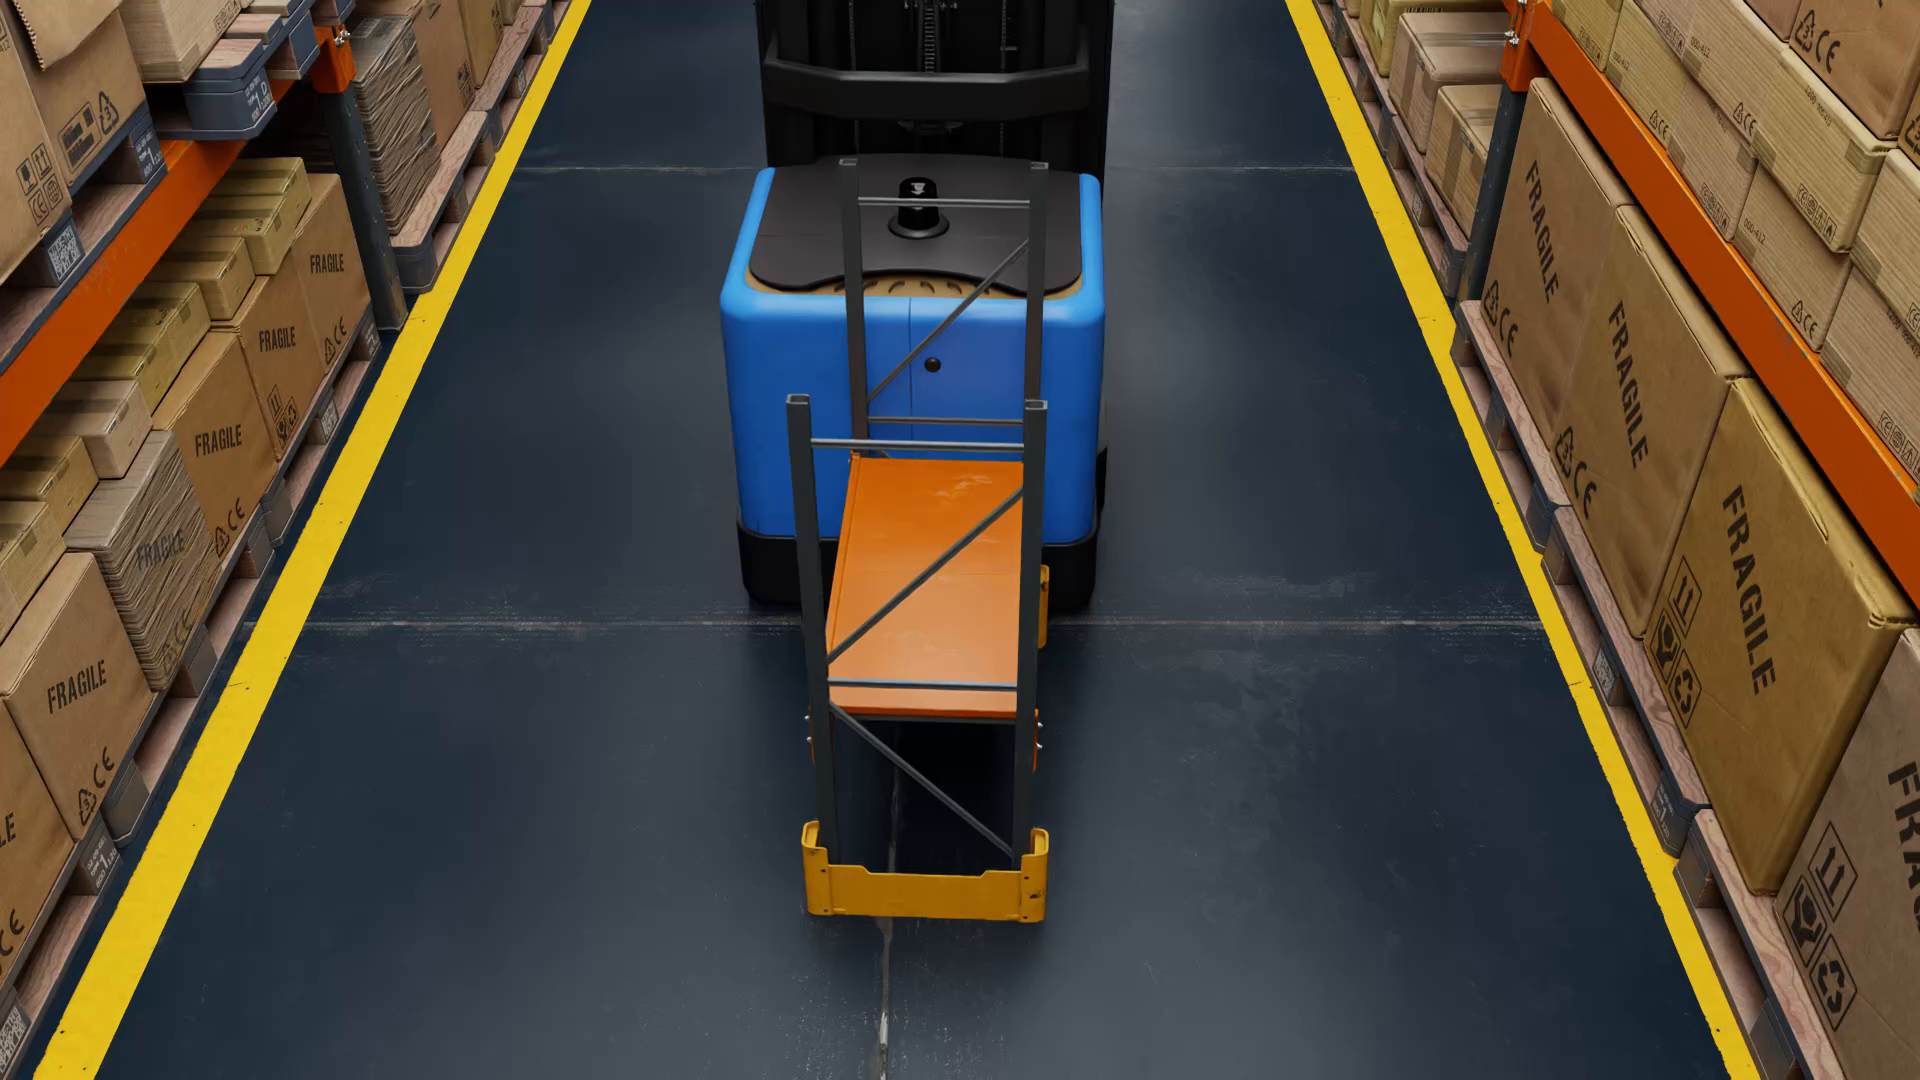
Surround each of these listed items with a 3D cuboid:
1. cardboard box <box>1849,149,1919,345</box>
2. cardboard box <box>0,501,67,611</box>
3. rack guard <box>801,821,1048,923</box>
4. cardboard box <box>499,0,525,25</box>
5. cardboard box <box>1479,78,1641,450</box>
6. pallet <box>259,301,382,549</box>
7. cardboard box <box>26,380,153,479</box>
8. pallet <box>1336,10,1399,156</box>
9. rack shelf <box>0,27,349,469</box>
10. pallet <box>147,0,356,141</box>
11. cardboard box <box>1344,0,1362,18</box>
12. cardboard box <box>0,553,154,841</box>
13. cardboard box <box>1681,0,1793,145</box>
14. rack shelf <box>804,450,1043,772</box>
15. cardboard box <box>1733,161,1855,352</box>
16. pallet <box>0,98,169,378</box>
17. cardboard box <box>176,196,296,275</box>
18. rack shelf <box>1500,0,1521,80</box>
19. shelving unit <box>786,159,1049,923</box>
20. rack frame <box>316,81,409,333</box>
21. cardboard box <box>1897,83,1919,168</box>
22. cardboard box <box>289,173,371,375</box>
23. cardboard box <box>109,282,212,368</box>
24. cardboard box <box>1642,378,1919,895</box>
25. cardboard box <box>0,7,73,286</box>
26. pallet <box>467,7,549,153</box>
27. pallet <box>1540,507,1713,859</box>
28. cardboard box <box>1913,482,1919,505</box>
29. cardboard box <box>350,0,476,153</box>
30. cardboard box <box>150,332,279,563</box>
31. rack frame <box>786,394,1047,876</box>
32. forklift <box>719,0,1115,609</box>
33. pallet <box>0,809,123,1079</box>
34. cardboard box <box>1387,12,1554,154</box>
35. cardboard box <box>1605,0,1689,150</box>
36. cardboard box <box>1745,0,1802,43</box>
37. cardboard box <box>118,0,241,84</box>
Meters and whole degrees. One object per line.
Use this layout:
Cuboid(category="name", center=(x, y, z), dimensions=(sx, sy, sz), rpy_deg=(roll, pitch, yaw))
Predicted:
Cuboid(category="cardboard box", center=(2.119, -0.536, 3.240), dimensions=(0.500, 0.250, 0.500), rpy_deg=(1, 39, 1))
Cuboid(category="cardboard box", center=(-2.385, 0.036, 3.950), dimensions=(0.380, 0.149, 0.250), rpy_deg=(1, 39, 2))
Cuboid(category="rack guard", center=(-0.083, 0.808, 4.042), dimensions=(0.587, 0.250, 0.087), rpy_deg=(2, 39, 2))
Cuboid(category="cardboard box", center=(-2.591, -2.910, 8.045), dimensions=(0.875, 0.625, 0.625), rpy_deg=(0, 39, 0))
Cuboid(category="cardboard box", center=(2.290, -0.891, 5.327), dimensions=(0.875, 0.875, 0.875), rpy_deg=(0, 39, 0))
Cuboid(category="pallet", center=(-2.628, -0.427, 5.615), dimensions=(1.003, 0.211, 1.213), rpy_deg=(0, 39, 0))
Cuboid(category="cardboard box", center=(-2.364, -0.286, 4.353), dimensions=(0.380, 0.149, 0.250), rpy_deg=(-2, 39, -2))
Cuboid(category="pallet", center=(2.375, -2.150, 7.764), dimensions=(1.003, 0.211, 1.213), rpy_deg=(0, 39, 0))
Cuboid(category="rack shelf", center=(-2.589, -0.451, 3.990), dimensions=(1.077, 0.370, 4.000), rpy_deg=(0, 39, 0))
Cuboid(category="pallet", center=(-2.520, -1.484, 4.856), dimensions=(1.213, 0.211, 1.003), rpy_deg=(0, 39, 0))
Cuboid(category="cardboard box", center=(2.375, -2.851, 8.174), dimensions=(0.950, 0.372, 0.625), rpy_deg=(2, 39, 3))
Cuboid(category="cardboard box", center=(-2.369, 0.383, 4.037), dimensions=(0.500, 0.500, 0.500), rpy_deg=(-1, 39, -1))
Cuboid(category="cardboard box", center=(2.114, -1.173, 4.035), dimensions=(0.500, 0.250, 0.500), rpy_deg=(0, 39, 0))
Cuboid(category="rack shelf", center=(-0.061, 0.143, 4.159), dimensions=(0.538, 0.185, 1.000), rpy_deg=(2, 39, 2))
Cuboid(category="cardboard box", center=(2.139, -0.666, 3.802), dimensions=(0.500, 0.250, 0.500), rpy_deg=(0, 39, 0))
Cuboid(category="pallet", center=(-2.584, -0.691, 3.868), dimensions=(1.003, 0.211, 1.213), rpy_deg=(0, 39, 0))
Cuboid(category="cardboard box", center=(-2.306, -0.945, 5.175), dimensions=(0.380, 0.149, 0.250), rpy_deg=(-2, 39, -2))
Cuboid(category="rack shelf", center=(2.370, -2.958, 7.118), dimensions=(1.077, 0.370, 4.000), rpy_deg=(0, 39, 0))
Cuboid(category="shelving unit", center=(-0.061, 0.009, 4.040), dimensions=(0.587, 1.500, 1.083), rpy_deg=(2, 39, 2))
Cuboid(category="rack frame", center=(-2.591, -1.983, 5.325), dimensions=(1.000, 3.000, 0.127), rpy_deg=(0, 39, 0))
Cuboid(category="cardboard box", center=(2.137, -0.836, 3.015), dimensions=(0.500, 0.500, 0.500), rpy_deg=(1, 39, 1))
Cuboid(category="cardboard box", center=(-2.376, -0.907, 5.646), dimensions=(0.500, 0.500, 0.500), rpy_deg=(1, 39, 1))
Cuboid(category="cardboard box", center=(-2.395, -0.615, 4.763), dimensions=(0.380, 0.149, 0.250), rpy_deg=(1, 39, 1))
Cuboid(category="cardboard box", center=(2.288, 0.226, 3.933), dimensions=(0.875, 0.875, 0.875), rpy_deg=(1, 39, 1))
Cuboid(category="cardboard box", center=(-2.365, -0.801, 3.436), dimensions=(0.700, 0.500, 0.500), rpy_deg=(0, 39, 0))
Cuboid(category="pallet", center=(-2.551, -2.170, 7.789), dimensions=(1.003, 0.211, 1.213), rpy_deg=(0, 39, 0))
Cuboid(category="pallet", center=(2.297, 0.354, 4.640), dimensions=(1.003, 0.211, 1.213), rpy_deg=(0, 39, 0))
Cuboid(category="cardboard box", center=(2.125, -0.027, 3.005), dimensions=(0.500, 0.250, 0.500), rpy_deg=(-1, 39, -1))
Cuboid(category="cardboard box", center=(-2.587, -2.018, 6.933), dimensions=(0.875, 0.625, 0.625), rpy_deg=(1, 39, 1))
Cuboid(category="cardboard box", center=(-2.382, -0.266, 4.847), dimensions=(0.500, 0.500, 0.500), rpy_deg=(2, 39, 2))
Cuboid(category="rack frame", center=(-0.083, 0.321, 3.651), dimensions=(0.500, 1.500, 0.032), rpy_deg=(2, 39, 2))
Cuboid(category="forklift", center=(-0.065, -1.841, 5.203), dimensions=(1.130, 2.935, 3.031), rpy_deg=(2, 39, 2))
Cuboid(category="pallet", center=(-2.625, 1.098, 3.711), dimensions=(1.003, 0.211, 1.213), rpy_deg=(0, 39, 0))
Cuboid(category="cardboard box", center=(2.373, -1.942, 7.040), dimensions=(0.950, 0.372, 0.625), rpy_deg=(-1, 39, -1))
Cuboid(category="cardboard box", center=(2.140, -1.303, 4.597), dimensions=(0.500, 0.250, 0.500), rpy_deg=(-1, 39, -1))
Cuboid(category="cardboard box", center=(2.124, -1.475, 3.813), dimensions=(0.500, 0.500, 0.500), rpy_deg=(1, 39, 1))
Cuboid(category="cardboard box", center=(-2.266, -1.428, 4.418), dimensions=(0.500, 0.250, 0.500), rpy_deg=(-2, 39, -2))
